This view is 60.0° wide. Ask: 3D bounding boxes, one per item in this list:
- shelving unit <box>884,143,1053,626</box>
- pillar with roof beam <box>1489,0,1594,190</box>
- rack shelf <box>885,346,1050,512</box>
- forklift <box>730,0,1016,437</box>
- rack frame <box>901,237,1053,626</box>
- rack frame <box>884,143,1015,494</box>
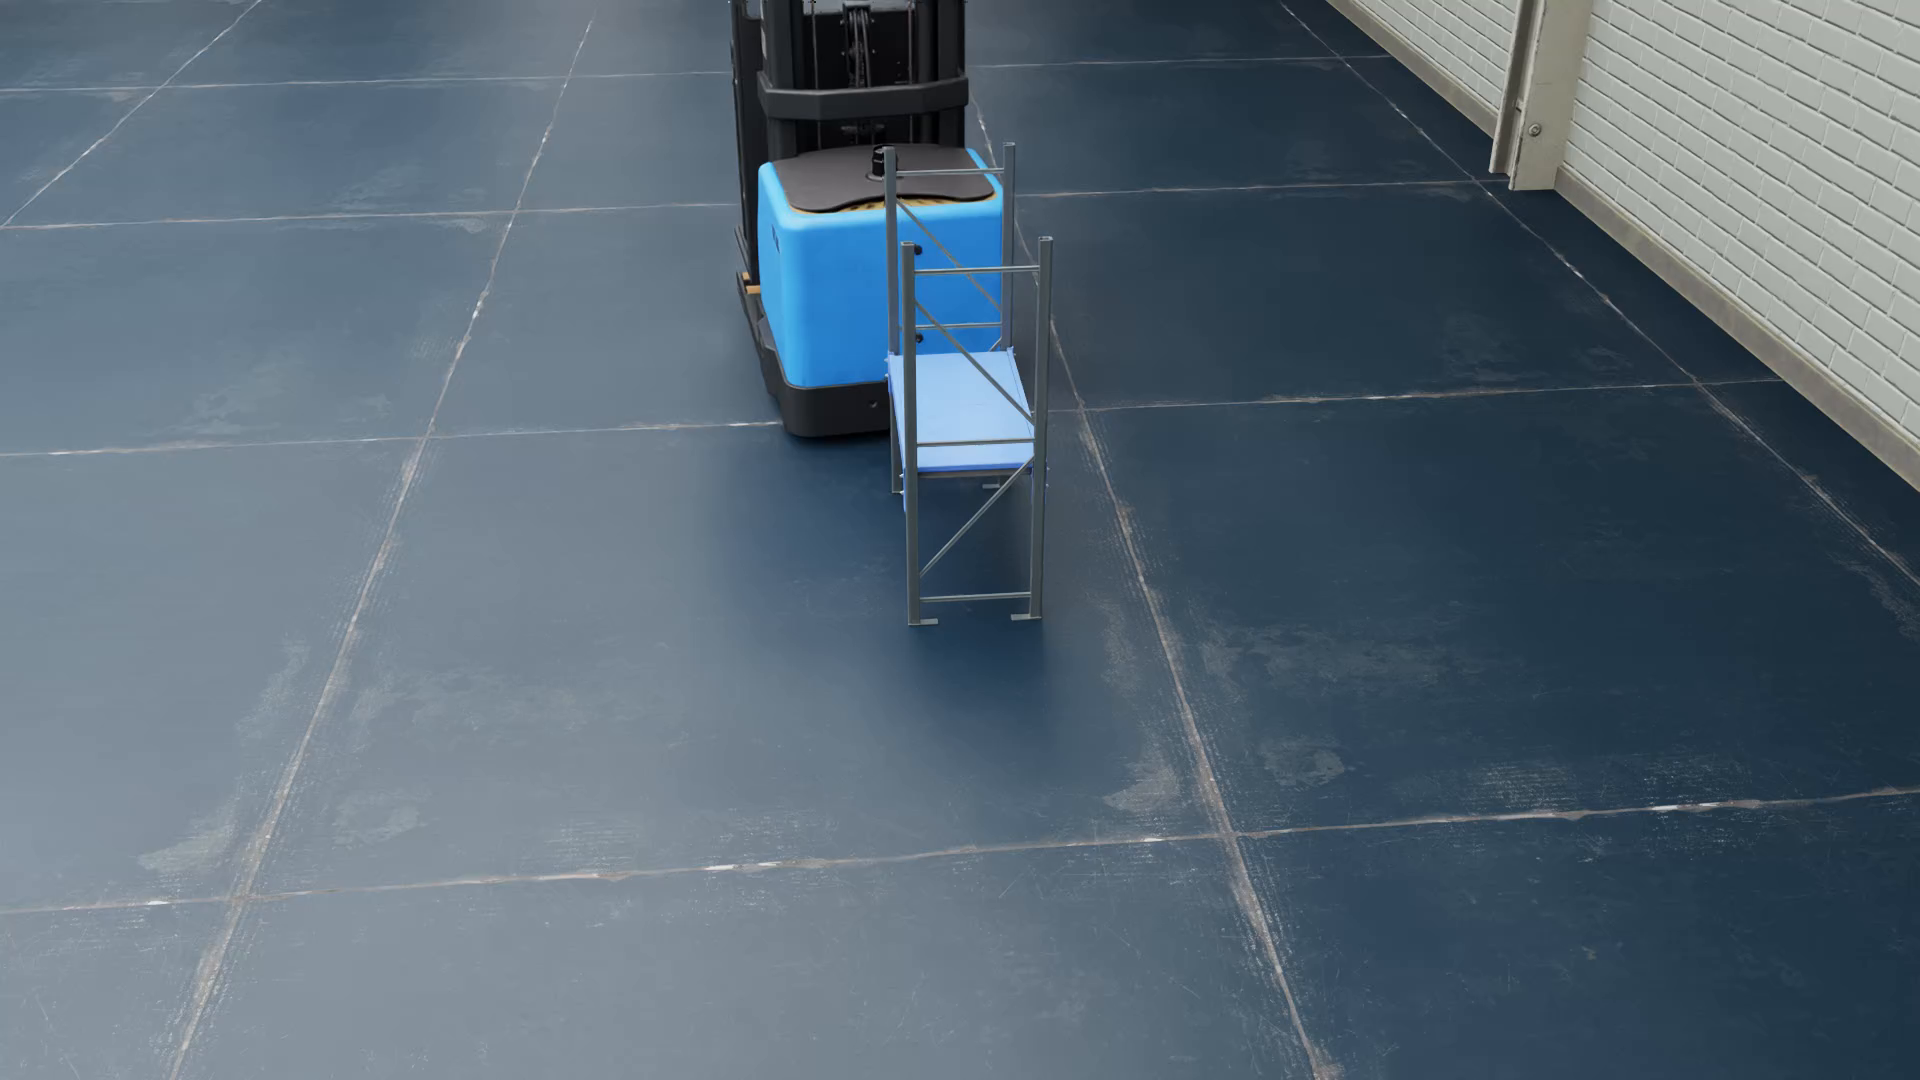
[{"bbox_3d":[0.008,-0.600,6.292,0.538,1.500,1.048,-3,31,-5],"label":"shelving unit"},{"bbox_3d":[-0.696,-5.956,7.947,9.100,9.000,0.400,-3,31,-5],"label":"pillar with roof beam"},{"bbox_3d":[0.008,-0.446,6.385,0.538,0.185,1.000,-3,31,-5],"label":"rack shelf"},{"bbox_3d":[-0.571,-2.457,8.005,1.130,2.935,3.031,-7,31,-11],"label":"forklift"},{"bbox_3d":[0.055,-0.341,5.858,0.500,1.500,0.032,-3,31,-5],"label":"rack frame"},{"bbox_3d":[-0.040,-0.860,6.727,0.500,1.500,0.032,-3,31,-5],"label":"rack frame"}]
